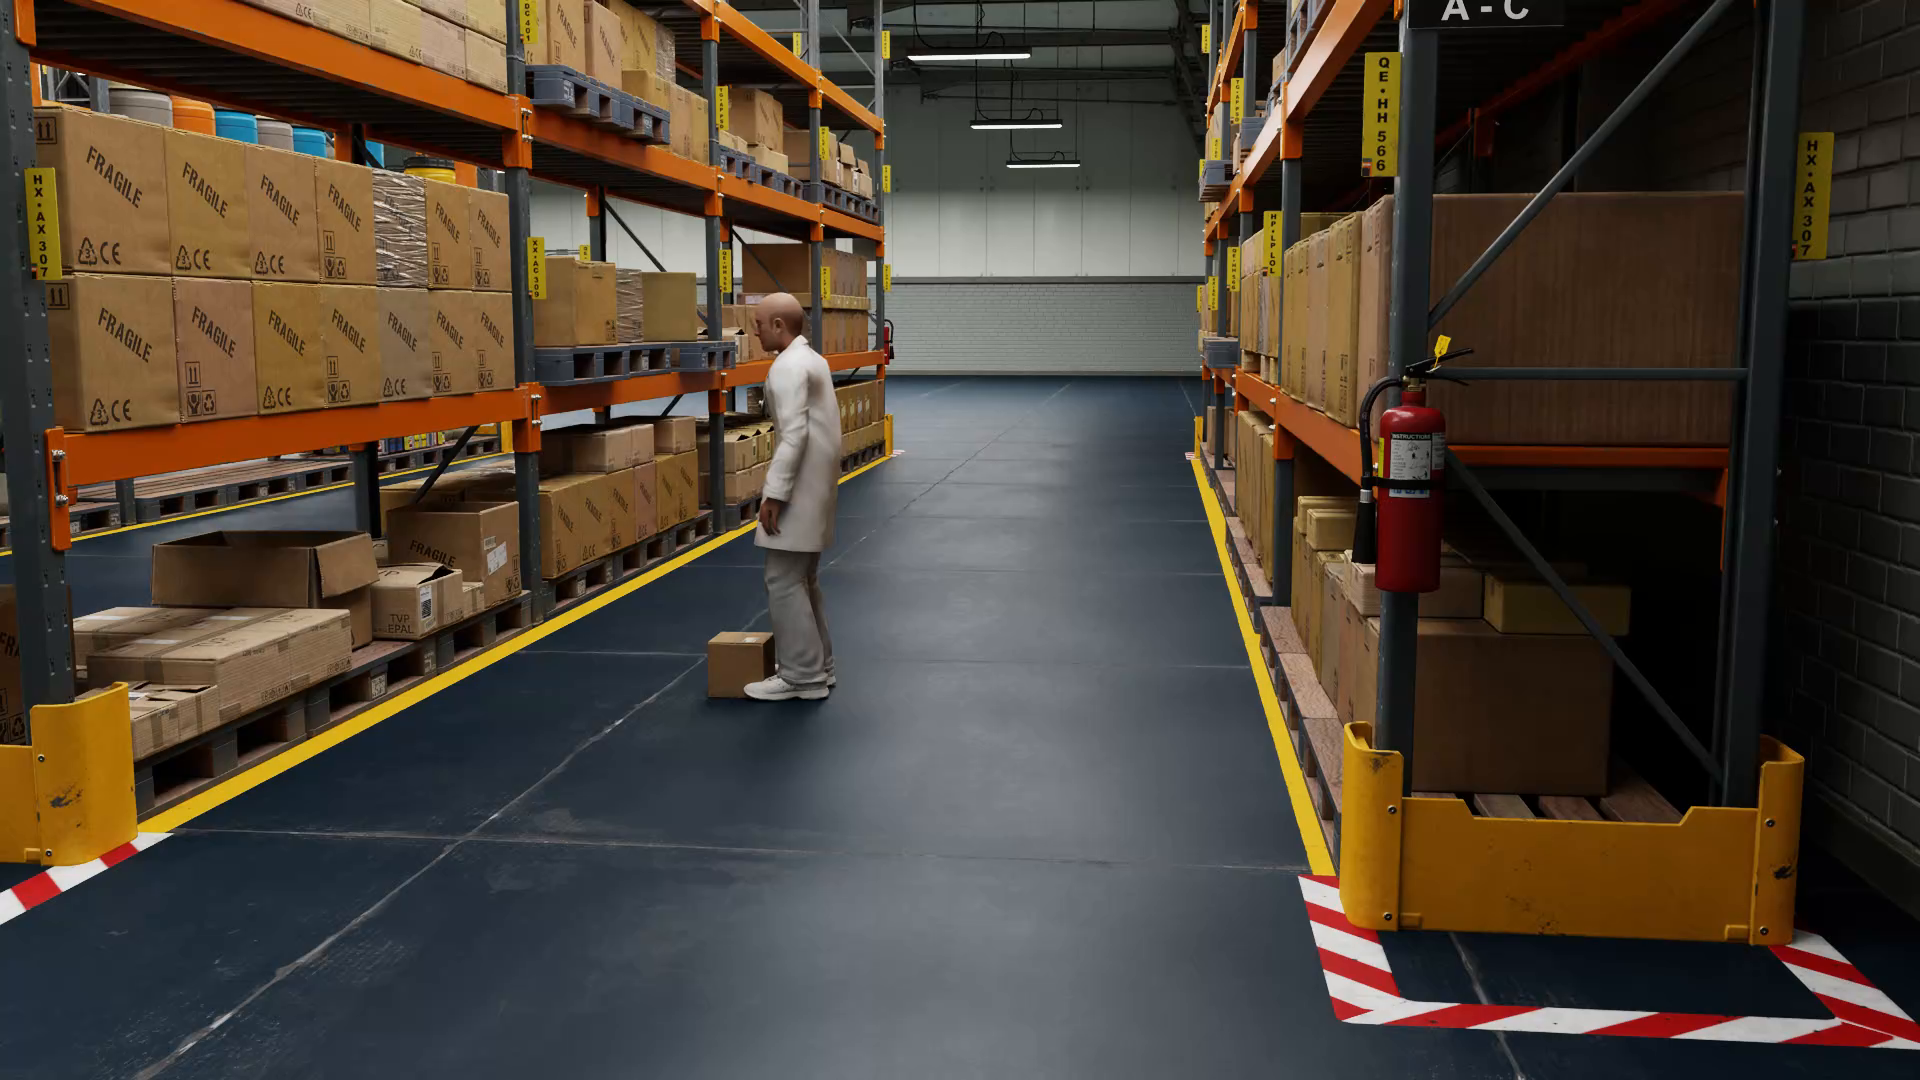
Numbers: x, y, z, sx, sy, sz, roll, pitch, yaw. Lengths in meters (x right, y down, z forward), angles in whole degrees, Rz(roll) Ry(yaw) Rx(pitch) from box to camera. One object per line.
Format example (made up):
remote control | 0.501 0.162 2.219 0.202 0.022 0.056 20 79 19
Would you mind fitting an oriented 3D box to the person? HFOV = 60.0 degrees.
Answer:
person | -0.735 -0.195 7.341 0.424 1.774 0.644 1 7 7
